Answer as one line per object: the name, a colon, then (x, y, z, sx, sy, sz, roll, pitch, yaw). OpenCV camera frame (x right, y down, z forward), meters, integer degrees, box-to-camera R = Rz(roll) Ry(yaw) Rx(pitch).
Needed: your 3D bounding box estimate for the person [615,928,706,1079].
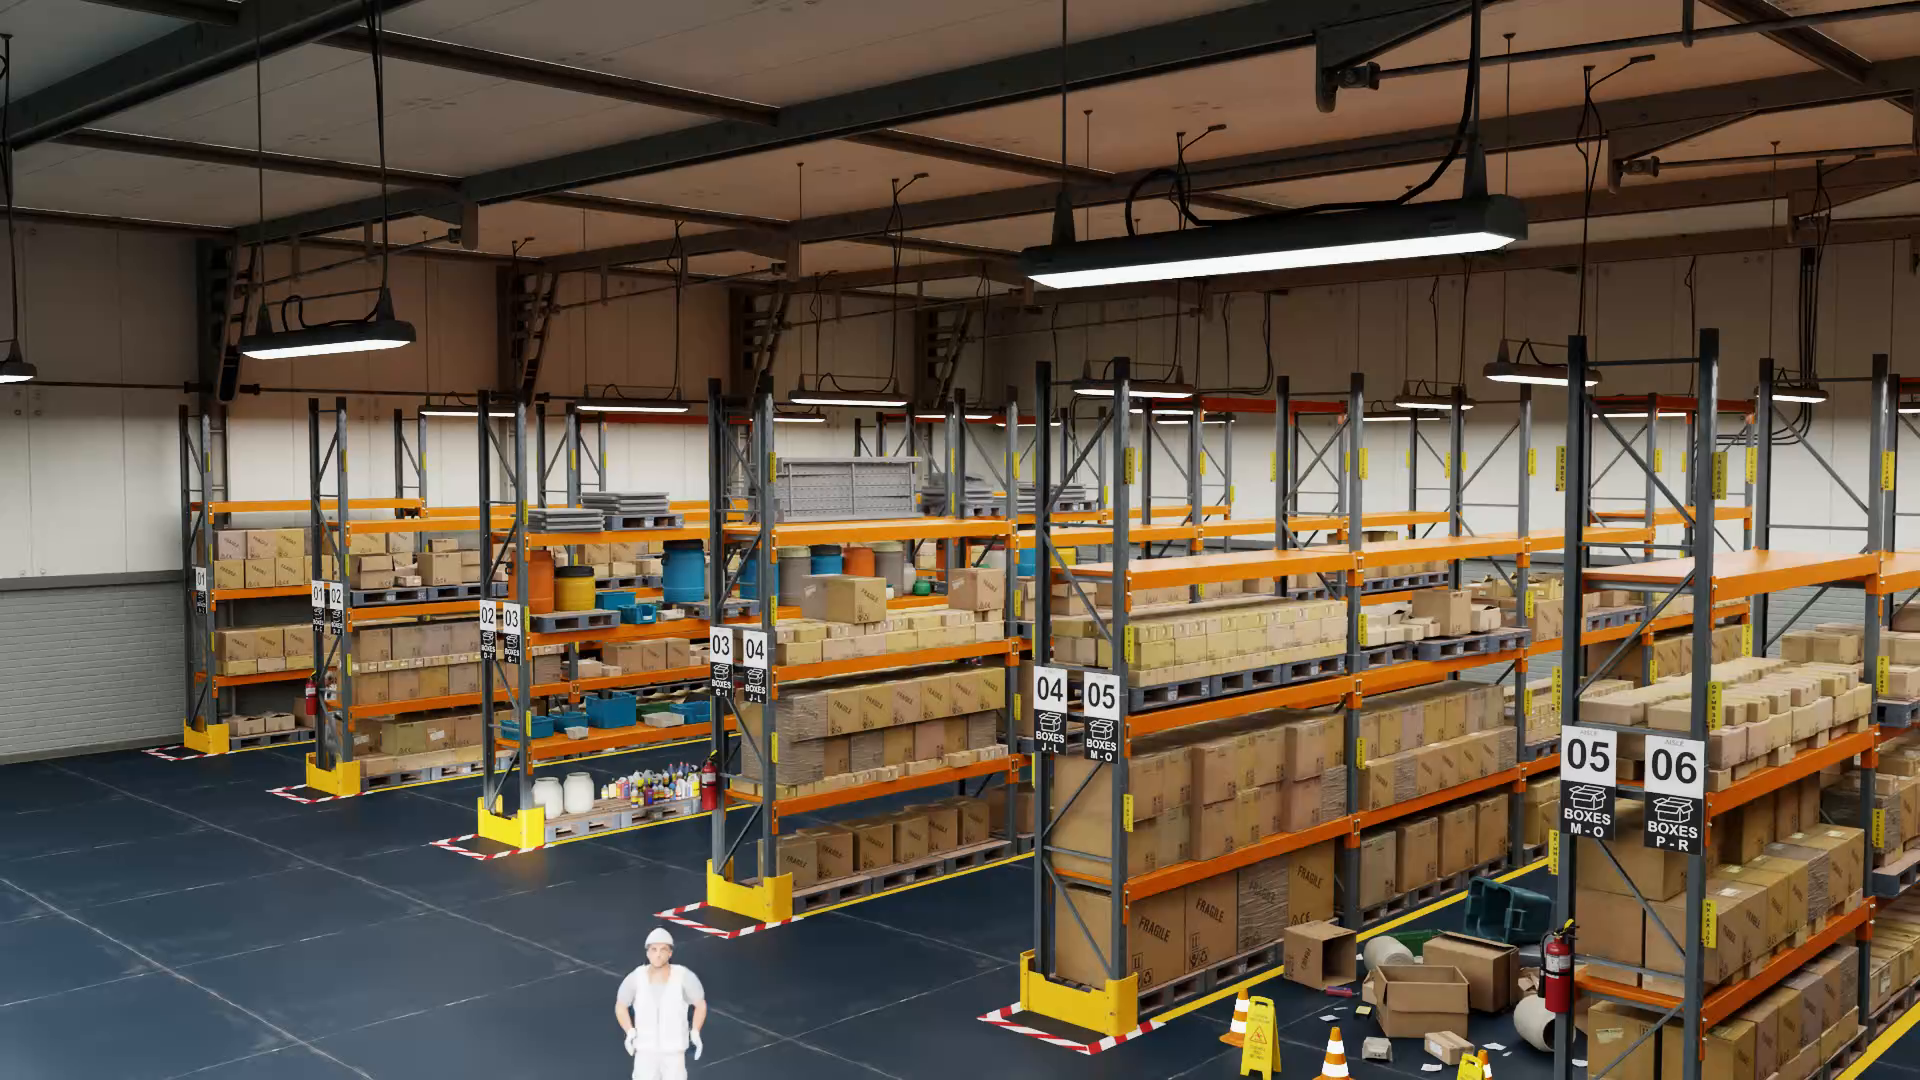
person: (-2.168, 3.664, 12.026, 0.656, 1.745, 0.615, 0, 3, -4)

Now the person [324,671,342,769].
person: (-10.219, 2.932, 27.001, 0.611, 1.623, 0.638, 3, 4, 42)
